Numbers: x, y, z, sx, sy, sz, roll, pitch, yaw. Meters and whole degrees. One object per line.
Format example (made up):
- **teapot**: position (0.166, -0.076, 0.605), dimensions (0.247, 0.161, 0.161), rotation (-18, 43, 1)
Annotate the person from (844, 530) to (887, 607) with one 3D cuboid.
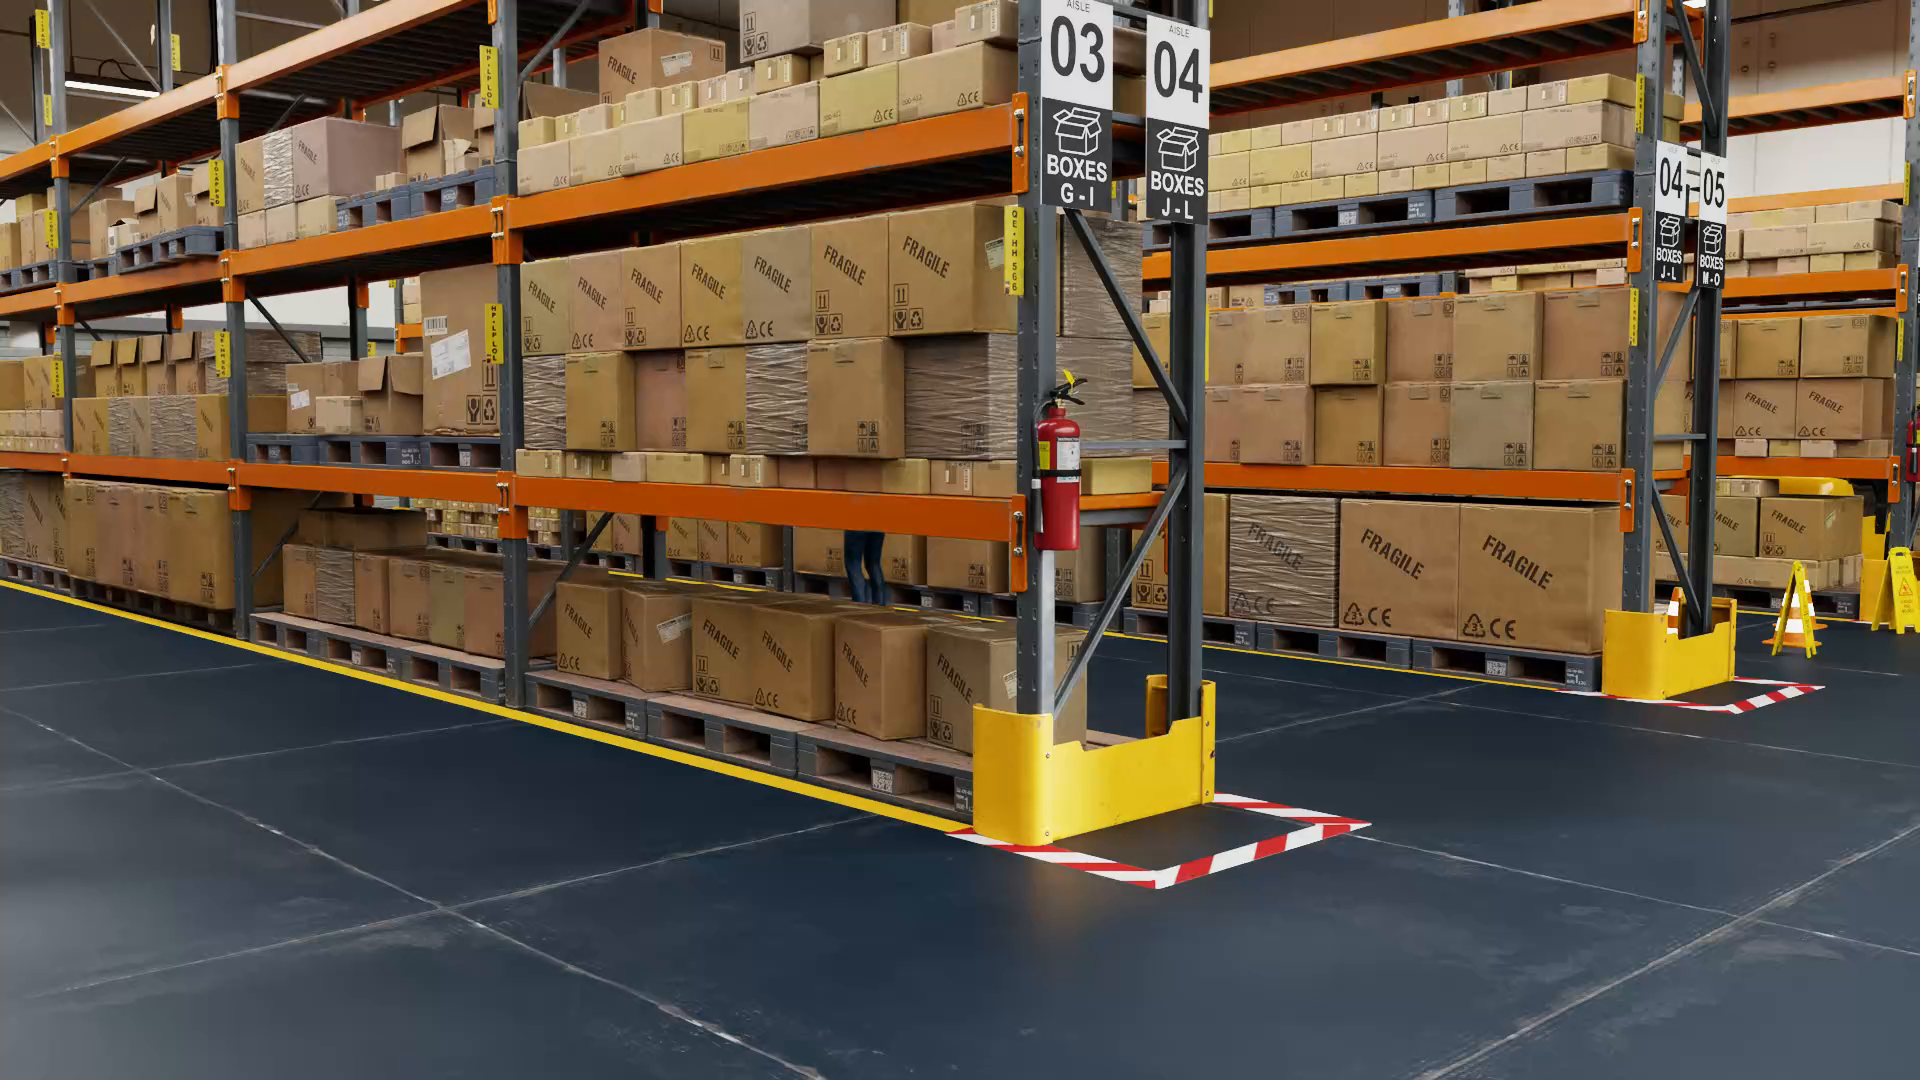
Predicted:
- **person**: position (-0.792, -0.127, 12.978), dimensions (0.438, 1.602, 0.471), rotation (-4, 6, -44)
